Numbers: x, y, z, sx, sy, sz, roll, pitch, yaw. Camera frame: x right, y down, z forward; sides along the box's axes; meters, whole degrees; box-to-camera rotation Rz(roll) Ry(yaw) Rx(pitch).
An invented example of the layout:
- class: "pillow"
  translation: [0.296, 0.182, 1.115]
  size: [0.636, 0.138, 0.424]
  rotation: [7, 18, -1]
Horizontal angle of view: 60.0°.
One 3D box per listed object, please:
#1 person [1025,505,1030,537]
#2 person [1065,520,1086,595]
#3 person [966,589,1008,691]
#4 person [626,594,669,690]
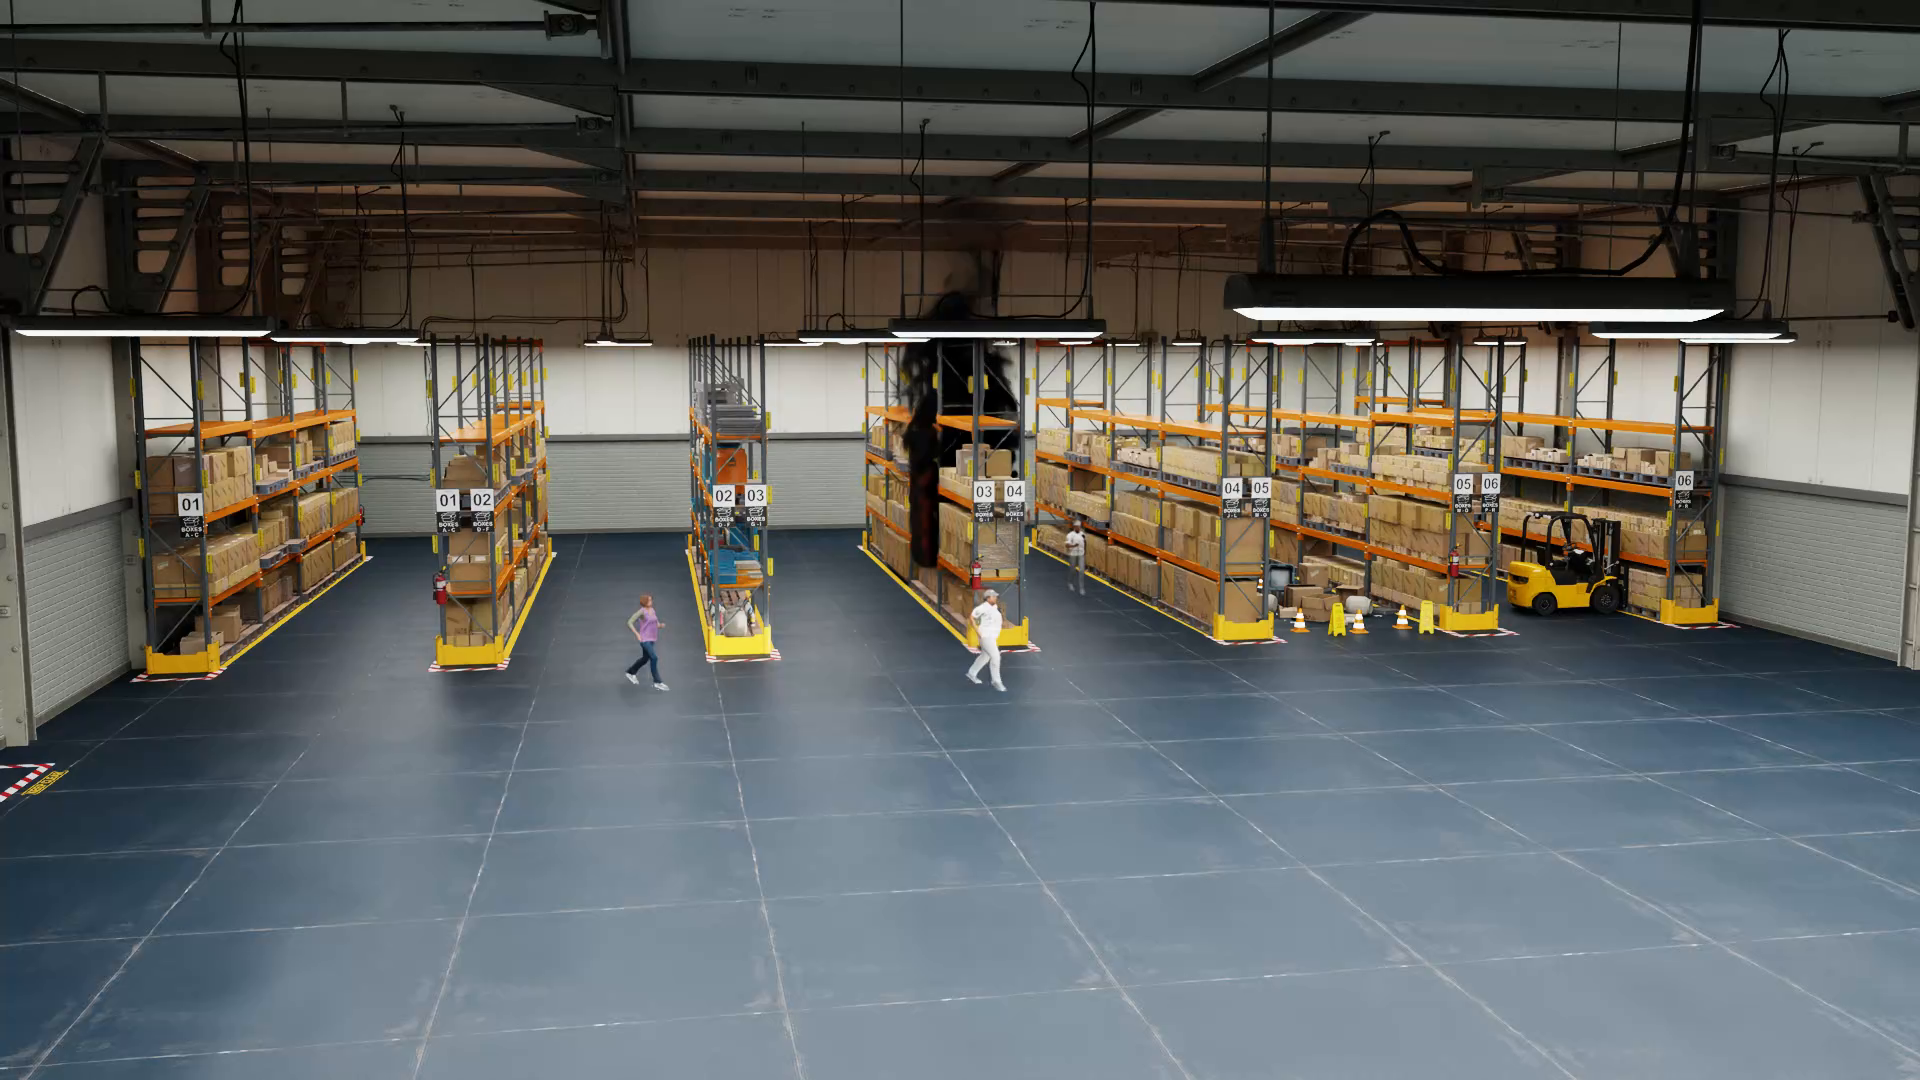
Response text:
- class: "person"
  translation: [1.587, -0.347, 45.390]
  size: [0.708, 1.798, 0.890]
  rotation: [-1, 7, -7]
- class: "person"
  translation: [2.735, 0.382, 38.960]
  size: [0.570, 1.708, 0.856]
  rotation: [-1, 7, -10]
- class: "person"
  translation: [0.474, 1.678, 28.210]
  size: [0.785, 1.708, 0.597]
  rotation: [3, 7, 23]
- class: "person"
  translation: [-5.283, 1.708, 27.956]
  size: [0.871, 1.596, 0.491]
  rotation: [2, 7, 19]
